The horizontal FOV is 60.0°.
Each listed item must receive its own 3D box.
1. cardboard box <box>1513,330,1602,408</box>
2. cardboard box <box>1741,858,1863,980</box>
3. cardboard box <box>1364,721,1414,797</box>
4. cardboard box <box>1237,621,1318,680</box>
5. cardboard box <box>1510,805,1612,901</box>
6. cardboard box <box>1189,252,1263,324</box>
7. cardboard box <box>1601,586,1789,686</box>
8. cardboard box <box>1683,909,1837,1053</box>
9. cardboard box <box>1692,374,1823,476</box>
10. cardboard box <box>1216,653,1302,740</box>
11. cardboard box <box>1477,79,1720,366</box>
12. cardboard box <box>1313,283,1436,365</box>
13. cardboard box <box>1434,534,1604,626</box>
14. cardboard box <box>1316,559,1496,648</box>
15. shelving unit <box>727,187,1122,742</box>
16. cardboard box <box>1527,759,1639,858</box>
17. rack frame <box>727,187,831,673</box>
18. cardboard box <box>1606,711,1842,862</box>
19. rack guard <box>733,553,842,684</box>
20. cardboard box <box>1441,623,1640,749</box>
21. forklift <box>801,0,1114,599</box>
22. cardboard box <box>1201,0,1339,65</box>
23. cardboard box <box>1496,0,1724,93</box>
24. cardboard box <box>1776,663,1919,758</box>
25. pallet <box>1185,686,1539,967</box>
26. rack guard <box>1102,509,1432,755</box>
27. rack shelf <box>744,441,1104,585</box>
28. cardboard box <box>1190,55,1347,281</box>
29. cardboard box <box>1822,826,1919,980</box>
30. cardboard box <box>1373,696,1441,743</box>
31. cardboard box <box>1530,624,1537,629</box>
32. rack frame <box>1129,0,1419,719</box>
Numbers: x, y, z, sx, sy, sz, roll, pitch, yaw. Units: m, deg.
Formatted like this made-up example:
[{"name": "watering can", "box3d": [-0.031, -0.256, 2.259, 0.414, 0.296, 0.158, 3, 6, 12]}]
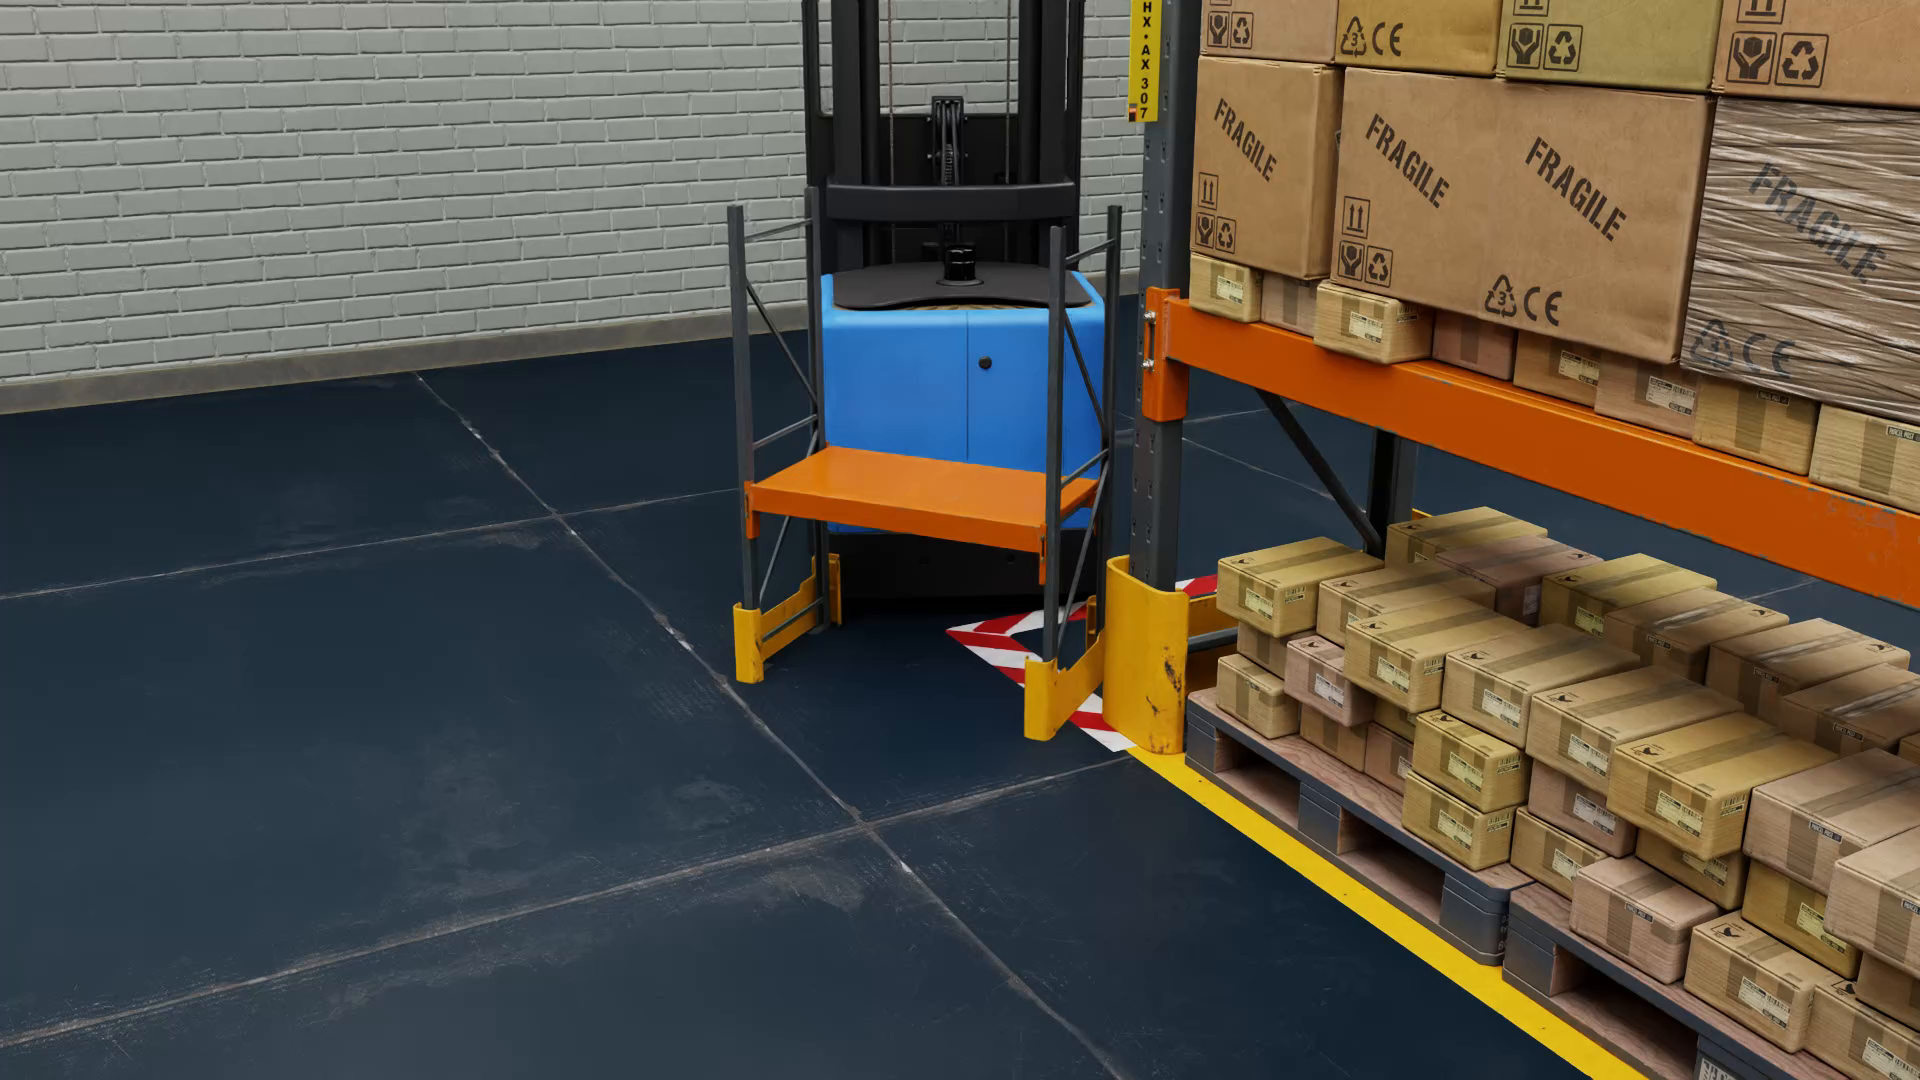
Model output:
[{"name": "cardboard box", "box3d": [1.423, -0.398, 3.572, 0.380, 0.149, 0.250, -10, 22, -27]}, {"name": "cardboard box", "box3d": [1.787, 0.697, 3.282, 0.380, 0.149, 0.250, -9, 21, -24]}, {"name": "cardboard box", "box3d": [1.256, 0.534, 4.212, 0.380, 0.149, 0.250, -10, 21, -26]}, {"name": "cardboard box", "box3d": [0.991, 0.251, 4.576, 0.380, 0.149, 0.250, -9, 21, -24]}, {"name": "cardboard box", "box3d": [1.486, 0.683, 3.780, 0.380, 0.149, 0.250, -10, 21, -27]}, {"name": "cardboard box", "box3d": [0.834, -0.685, 4.404, 0.380, 0.149, 0.250, -10, 21, -27]}, {"name": "cardboard box", "box3d": [1.814, 0.253, 4.115, 0.380, 0.149, 0.250, -11, 22, -29]}, {"name": "cardboard box", "box3d": [1.682, 0.843, 3.315, 0.380, 0.149, 0.250, -10, 21, -27]}, {"name": "cardboard box", "box3d": [1.619, -0.245, 3.129, 0.380, 0.149, 0.250, -9, 21, -25]}, {"name": "cardboard box", "box3d": [0.936, 0.401, 4.596, 0.380, 0.149, 0.250, -10, 21, -26]}, {"name": "cardboard box", "box3d": [1.437, -0.672, 3.370, 0.500, 0.500, 0.500, -10, 21, -26]}, {"name": "cardboard box", "box3d": [1.072, -0.533, 3.963, 0.380, 0.149, 0.250, -11, 22, -28]}, {"name": "cardboard box", "box3d": [1.512, 0.114, 4.517, 0.380, 0.149, 0.250, -10, 21, -26]}, {"name": "cardboard box", "box3d": [1.155, 0.184, 4.315, 0.380, 0.149, 0.250, -10, 21, -26]}, {"name": "shelving unit", "box3d": [-0.111, -0.272, 5.120, 1.083, 1.500, 0.587, 8, 21, 23]}, {"name": "cardboard box", "box3d": [1.502, 0.547, 3.719, 0.380, 0.149, 0.250, -11, 22, -29]}, {"name": "rack frame", "box3d": [-0.566, -0.340, 5.316, 0.032, 1.500, 0.500, 8, 21, 23]}, {"name": "cardboard box", "box3d": [1.561, 0.498, 3.404, 0.380, 0.149, 0.250, -10, 21, -26]}, {"name": "rack guard", "box3d": [-0.565, 0.251, 5.520, 0.087, 0.250, 0.587, 8, 21, 23]}, {"name": "cardboard box", "box3d": [1.353, 0.334, 3.879, 0.380, 0.149, 0.250, -11, 22, -29]}, {"name": "forklift", "box3d": [-0.084, -1.613, 6.812, 1.130, 2.935, 3.031, -1, 19, -4]}, {"name": "cardboard box", "box3d": [0.948, -1.438, 4.059, 0.500, 0.500, 0.500, -10, 21, -27]}, {"name": "cardboard box", "box3d": [1.421, -1.142, 3.199, 0.500, 0.500, 0.500, -11, 22, -28]}, {"name": "cardboard box", "box3d": [2.018, 0.414, 3.647, 0.380, 0.149, 0.250, -11, 22, -28]}, {"name": "pallet", "box3d": [1.359, 0.631, 4.479, 1.003, 0.211, 1.213, -10, 21, -27]}, {"name": "rack guard", "box3d": [1.005, 0.256, 5.124, 1.175, 0.500, 0.348, -10, 21, -27]}, {"name": "rack shelf", "box3d": [-0.103, -0.101, 5.176, 1.000, 0.185, 0.538, 8, 21, 23]}, {"name": "cardboard box", "box3d": [0.939, -0.964, 4.217, 0.500, 0.500, 0.500, -9, 21, -24]}, {"name": "cardboard box", "box3d": [1.786, 0.644, 2.982, 0.380, 0.149, 0.250, -11, 22, -29]}, {"name": "cardboard box", "box3d": [1.266, 0.395, 4.159, 0.380, 0.149, 0.250, -10, 21, -26]}, {"name": "cardboard box", "box3d": [1.547, 0.252, 4.575, 0.380, 0.149, 0.250, -11, 22, -28]}, {"name": "rack frame", "box3d": [0.968, -0.948, 4.779, 1.000, 3.000, 0.127, -10, 21, -27]}]
